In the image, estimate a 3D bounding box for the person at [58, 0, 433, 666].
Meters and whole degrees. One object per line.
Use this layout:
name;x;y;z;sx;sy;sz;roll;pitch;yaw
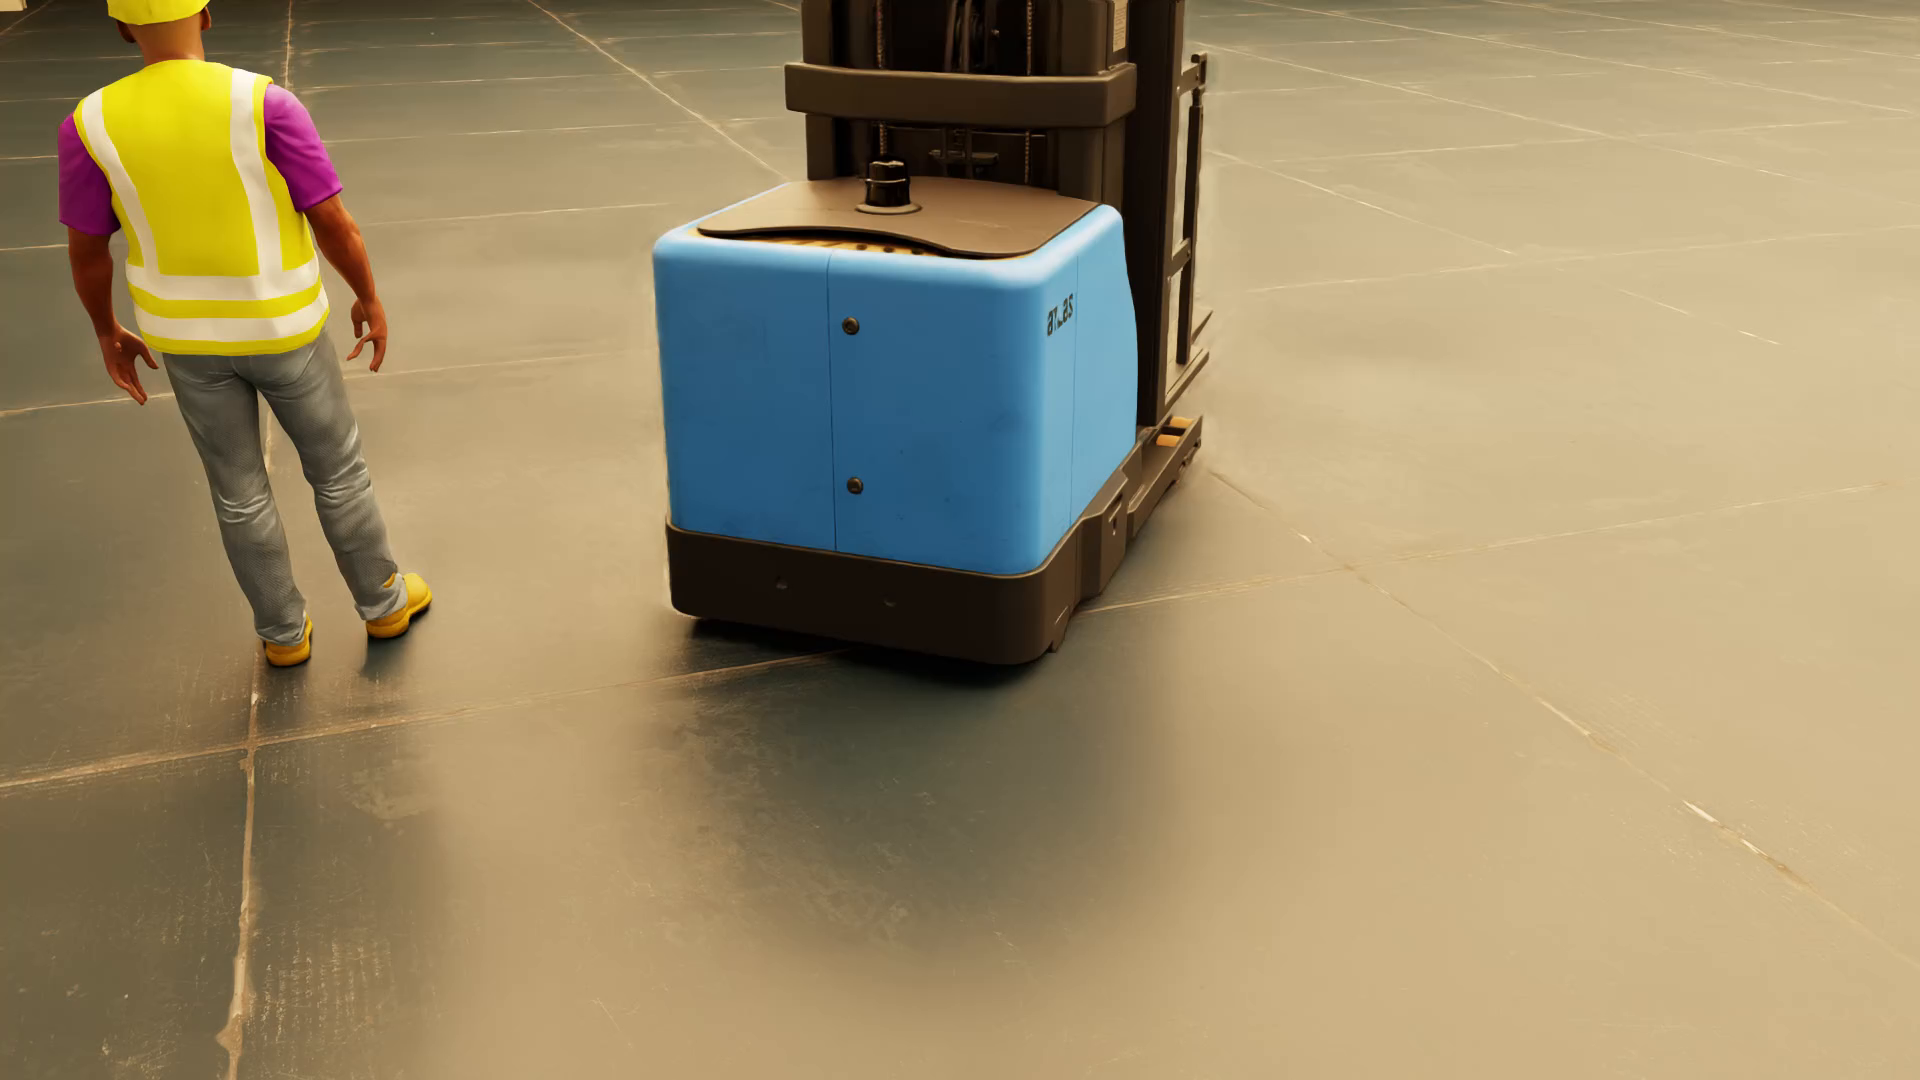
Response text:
person;-1.746;-0.536;4.065;0.666;1.760;0.576;-5;23;-11

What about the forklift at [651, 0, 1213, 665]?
forklift;0.192;-1.582;5.059;1.130;2.935;3.031;8;24;18
